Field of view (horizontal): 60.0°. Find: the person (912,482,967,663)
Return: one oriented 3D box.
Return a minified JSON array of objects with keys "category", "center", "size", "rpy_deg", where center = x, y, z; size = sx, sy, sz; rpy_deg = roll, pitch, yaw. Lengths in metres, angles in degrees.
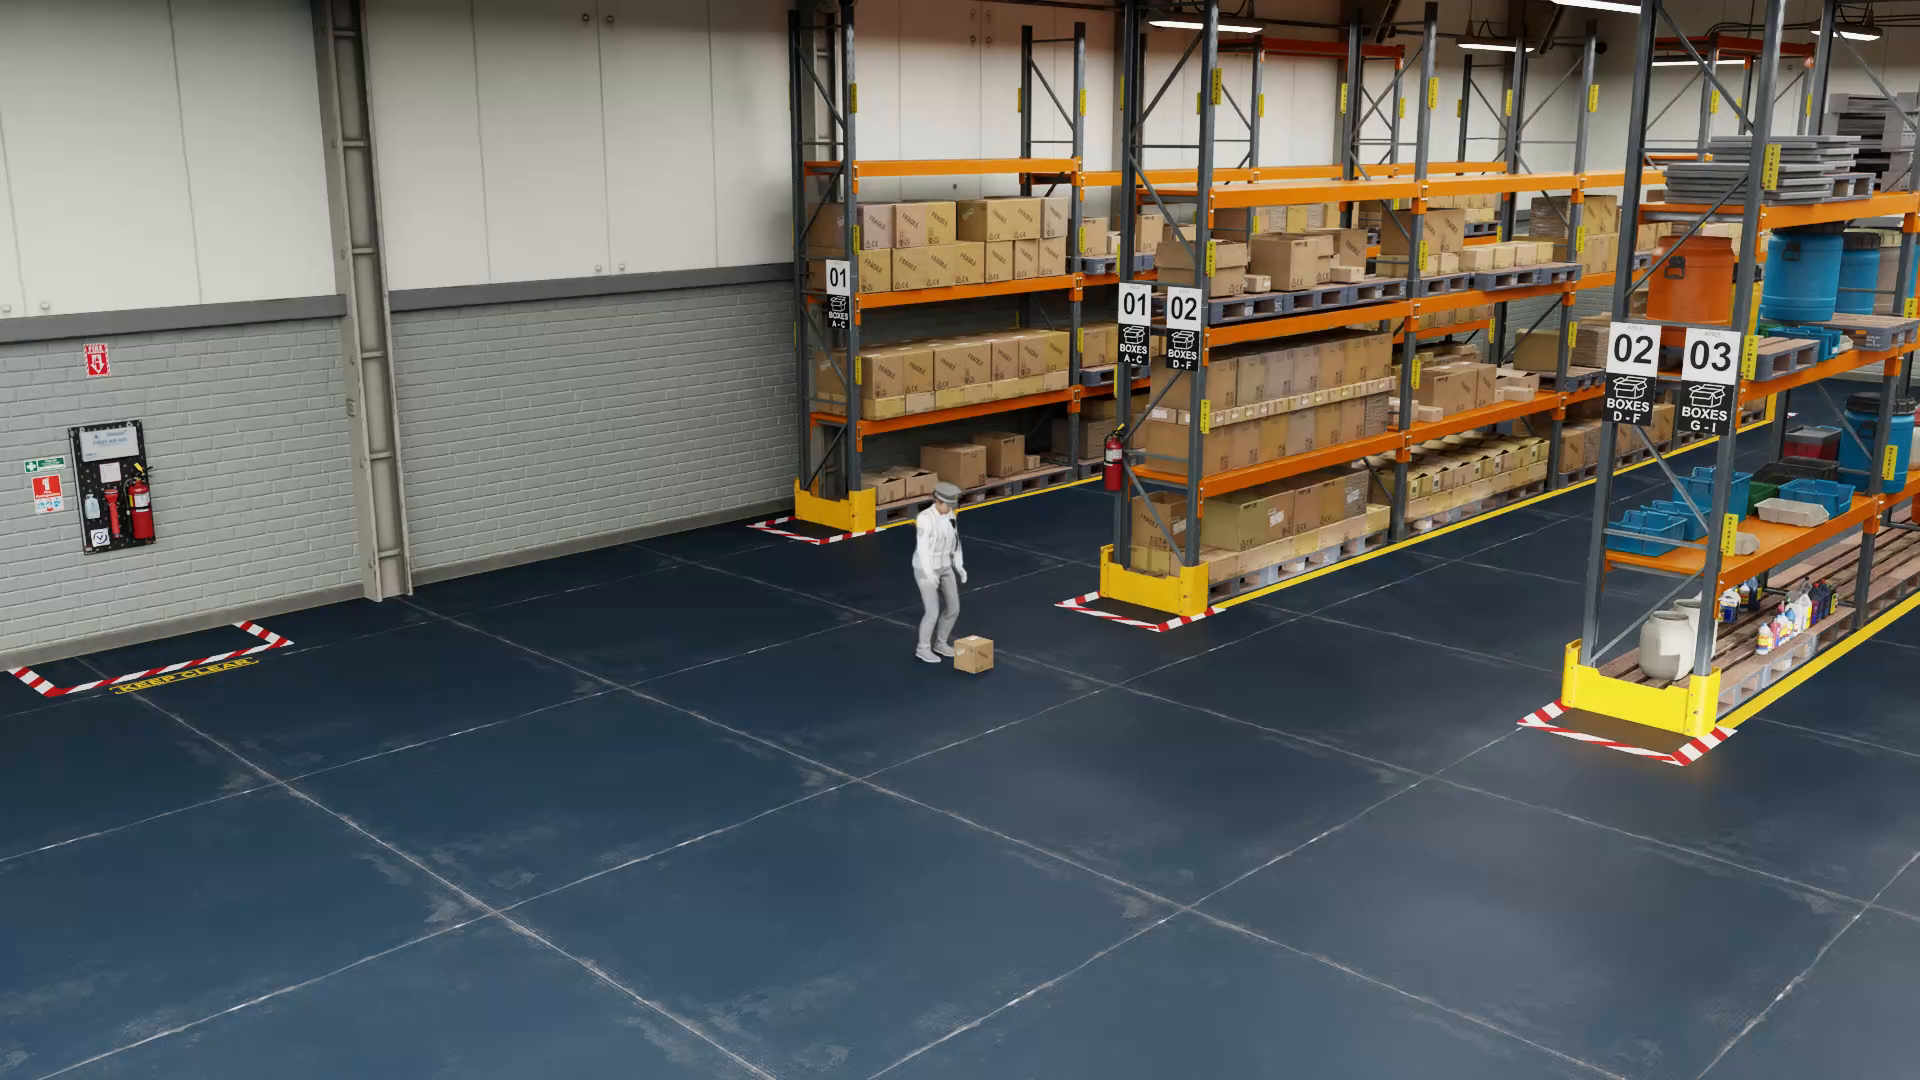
[{"category":"person","center":[-0.182,0.278,14.973],"size":[0.500,1.626,0.446],"rpy_deg":[-13,19,-43]}]
